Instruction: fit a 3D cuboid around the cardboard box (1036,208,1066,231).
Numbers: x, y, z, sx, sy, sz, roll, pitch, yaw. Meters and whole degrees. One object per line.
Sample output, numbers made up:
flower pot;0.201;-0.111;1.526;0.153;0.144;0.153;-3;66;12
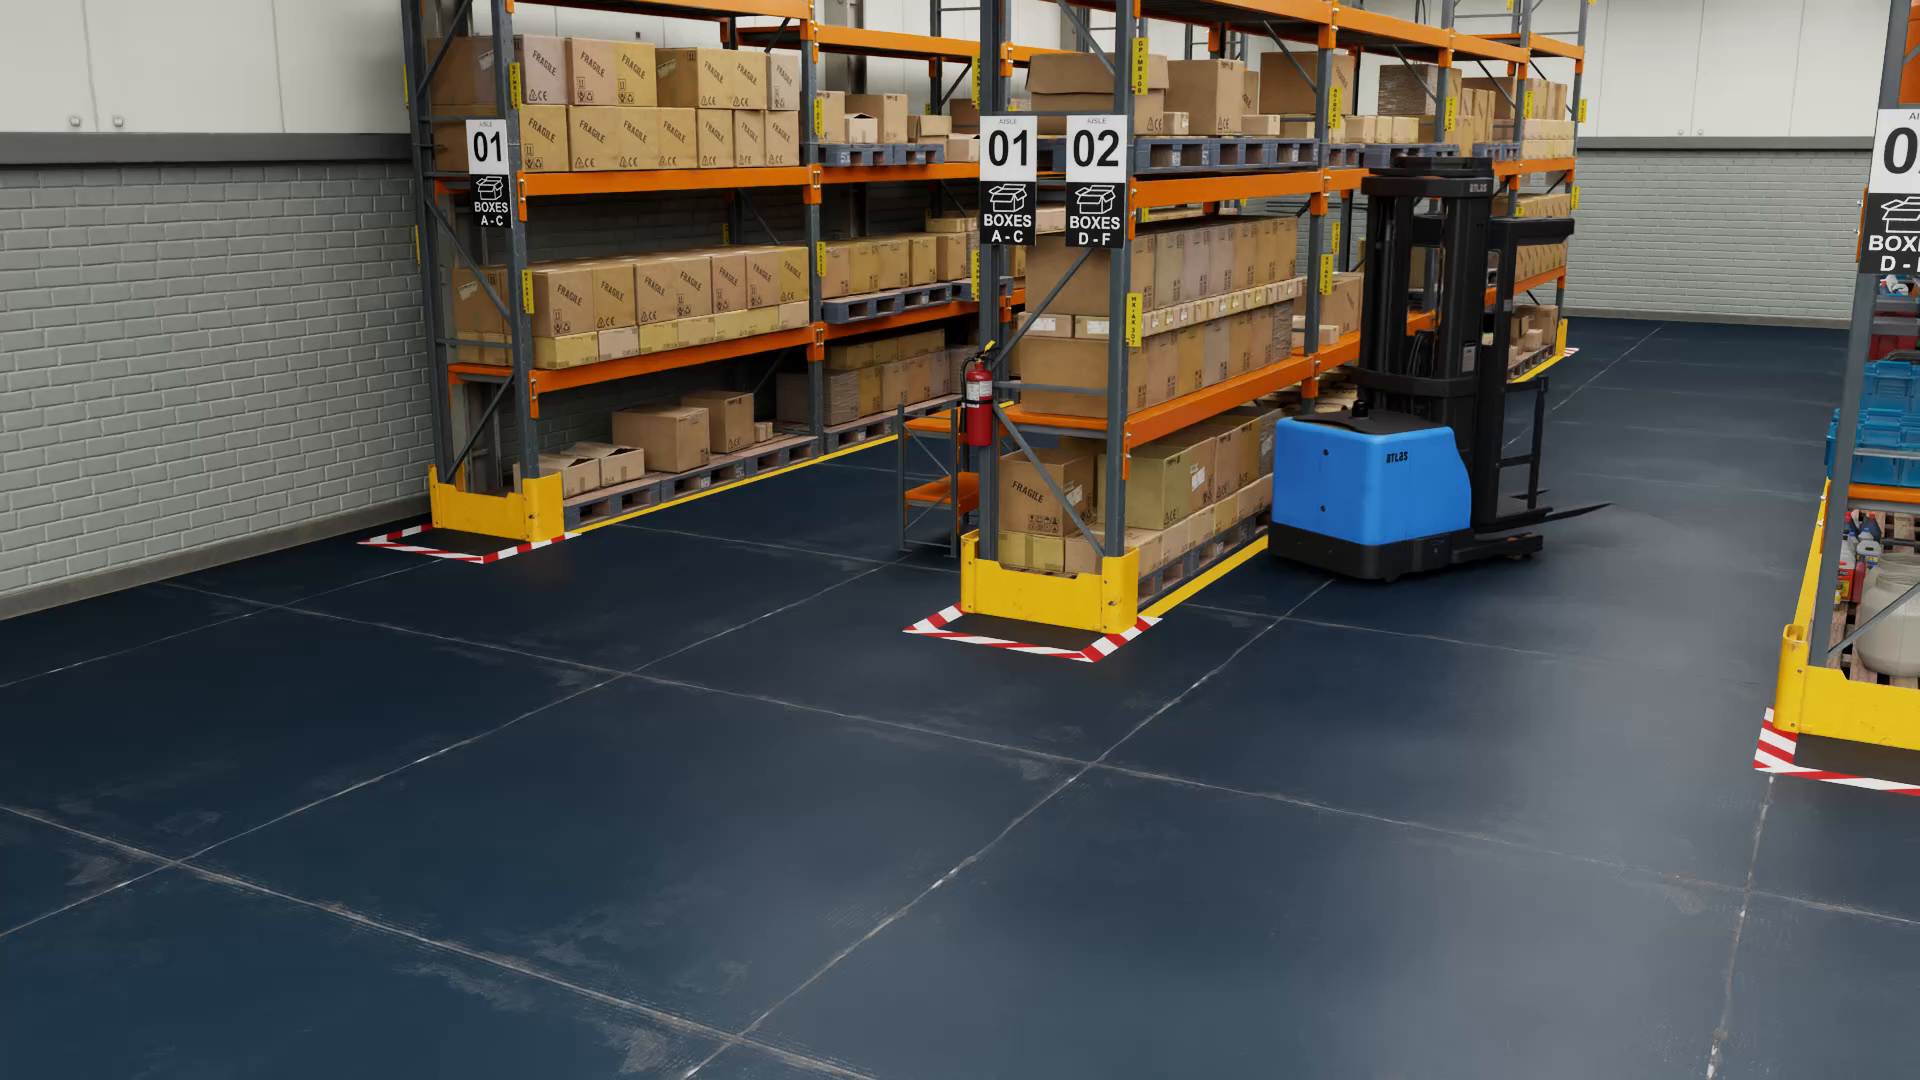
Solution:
cardboard box;1.060;-4.008;20.766;0.500;0.250;0.500;7;15;28

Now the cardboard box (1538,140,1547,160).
cardboard box;7.329;-5.085;21.644;0.500;0.250;0.500;7;15;28

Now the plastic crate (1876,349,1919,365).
plastic crate;6.492;-1.097;11.314;0.767;0.338;0.504;7;15;28

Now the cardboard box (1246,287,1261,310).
cardboard box;2.085;-1.857;12.739;0.380;0.149;0.250;7;15;28

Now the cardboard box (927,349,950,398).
cardboard box;-0.536;-1.915;18.973;0.700;0.500;0.500;7;15;28

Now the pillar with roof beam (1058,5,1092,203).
pillar with roof beam;5.401;-6.654;21.433;9.100;9.000;0.400;7;15;28

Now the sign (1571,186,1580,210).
sign;8.799;-4.893;23.785;0.100;0.325;0.005;7;15;28

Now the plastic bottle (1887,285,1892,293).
plastic bottle;9.607;-2.511;17.315;0.152;0.276;0.135;7;15;28

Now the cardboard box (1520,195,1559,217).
cardboard box;7.859;-4.445;22.725;0.500;0.500;0.500;8;16;30

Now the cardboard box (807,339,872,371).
cardboard box;-1.265;-1.949;17.513;0.500;0.250;0.500;7;15;27

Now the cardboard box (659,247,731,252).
cardboard box;-2.480;-2.465;15.536;0.500;0.500;0.500;7;15;28

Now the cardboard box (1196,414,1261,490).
cardboard box;1.999;-0.690;12.864;0.500;0.500;0.500;7;15;28

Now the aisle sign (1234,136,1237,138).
aisle sign;4.282;-6.049;26.176;0.394;0.787;0.004;7;15;28

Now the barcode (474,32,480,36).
barcode;-3.844;-4.008;13.233;0.001;0.075;0.075;7;15;28

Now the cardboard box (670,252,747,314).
cardboard box;-2.263;-2.306;14.877;0.500;0.500;0.500;7;15;26

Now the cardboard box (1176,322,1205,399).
cardboard box;1.320;-1.314;11.868;0.700;0.500;0.500;7;15;28

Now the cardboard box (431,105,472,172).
cardboard box;-3.770;-3.152;13.053;0.500;0.500;0.500;9;16;32

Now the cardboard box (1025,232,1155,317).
cardboard box;0.851;-1.746;10.892;0.700;0.500;0.500;7;15;28

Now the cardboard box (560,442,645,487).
cardboard box;-3.061;-0.677;14.240;0.500;0.311;0.500;9;16;33

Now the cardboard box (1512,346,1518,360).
cardboard box;7.191;-2.500;22.109;0.380;0.166;0.250;7;15;28

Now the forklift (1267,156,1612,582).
forklift;3.790;-1.372;12.471;3.031;2.935;1.130;-9;16;-33

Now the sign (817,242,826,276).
sign;-1.338;-2.703;15.999;0.100;0.325;0.005;7;15;28

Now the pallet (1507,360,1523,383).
pallet;6.722;-2.208;21.743;1.003;0.211;1.213;7;15;28

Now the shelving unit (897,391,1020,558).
shelving unit;0.003;-0.548;12.907;0.538;1.125;1.048;7;15;28

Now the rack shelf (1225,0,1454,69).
rack shelf;3.489;-4.564;15.154;1.077;0.370;4.000;7;15;28

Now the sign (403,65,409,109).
sign;-4.226;-3.477;12.767;0.100;0.325;0.005;7;15;28

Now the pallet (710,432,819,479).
pallet;-2.110;-0.845;16.087;1.003;0.211;1.213;7;15;28

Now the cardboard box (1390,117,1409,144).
cardboard box;4.048;-3.983;16.178;0.500;0.250;0.500;8;16;30

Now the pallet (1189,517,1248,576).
pallet;1.512;-0.017;12.651;1.003;0.211;1.213;7;15;28

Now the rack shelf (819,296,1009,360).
rack shelf;-0.849;-2.403;18.135;1.077;0.370;4.000;7;15;28

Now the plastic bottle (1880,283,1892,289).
plastic bottle;9.719;-2.559;17.513;0.152;0.276;0.135;7;15;28

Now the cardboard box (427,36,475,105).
cardboard box;-3.770;-3.642;12.952;0.500;0.500;0.500;8;16;31

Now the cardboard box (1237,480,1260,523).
cardboard box;2.010;-0.324;12.946;0.500;0.250;0.500;7;15;28

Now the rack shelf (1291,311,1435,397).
rack shelf;3.489;-1.842;15.810;1.077;0.370;4.000;7;15;28

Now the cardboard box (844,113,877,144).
cardboard box;-1.184;-4.191;16.910;0.500;0.311;0.500;8;16;30

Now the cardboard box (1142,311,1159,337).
cardboard box;1.092;-1.436;10.991;0.380;0.149;0.250;7;15;27

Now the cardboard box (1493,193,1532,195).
cardboard box;7.878;-4.717;23.853;0.500;0.500;0.500;8;16;30

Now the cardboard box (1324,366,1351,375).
cardboard box;3.945;-1.668;17.328;0.500;0.311;0.500;8;16;30

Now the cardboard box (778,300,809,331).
cardboard box;-1.780;-2.147;15.818;0.500;0.250;0.500;7;15;28

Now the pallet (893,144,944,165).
pallet;-0.926;-4.037;17.379;1.213;0.211;1.003;7;15;28

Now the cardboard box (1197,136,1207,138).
cardboard box;3.365;-6.048;24.529;0.500;0.250;0.500;7;15;26

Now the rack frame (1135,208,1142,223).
rack frame;2.051;-3.984;23.157;1.000;3.000;0.127;7;15;28

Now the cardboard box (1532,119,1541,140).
cardboard box;7.082;-5.226;21.163;0.500;0.250;0.500;7;15;28

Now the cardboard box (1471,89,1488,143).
cardboard box;5.778;-4.948;19.434;0.600;0.600;0.600;7;15;27

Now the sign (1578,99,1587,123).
sign;8.799;-6.065;23.503;0.100;0.325;0.005;7;15;28

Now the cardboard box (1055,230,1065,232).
cardboard box;1.078;-3.645;20.860;0.500;0.500;0.500;7;15;28

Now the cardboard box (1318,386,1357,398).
cardboard box;3.682;-1.294;15.775;0.500;0.311;0.500;8;16;30

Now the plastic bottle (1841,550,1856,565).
plastic bottle;5.640;0.208;10.645;0.152;0.276;0.135;7;15;26

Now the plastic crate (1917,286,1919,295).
plastic crate;11.074;-2.841;18.854;0.396;0.136;0.243;7;15;28

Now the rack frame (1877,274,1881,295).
rack frame;8.790;-2.040;15.097;1.000;3.000;0.127;7;15;28

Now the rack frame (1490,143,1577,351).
rack frame;8.323;-4.244;24.236;1.000;3.000;0.127;7;15;28

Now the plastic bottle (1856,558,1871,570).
plastic bottle;5.843;0.214;10.777;0.097;0.201;0.097;0;14;0

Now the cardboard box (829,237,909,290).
cardboard box;-0.973;-2.958;17.750;0.700;0.500;0.500;10;17;36
